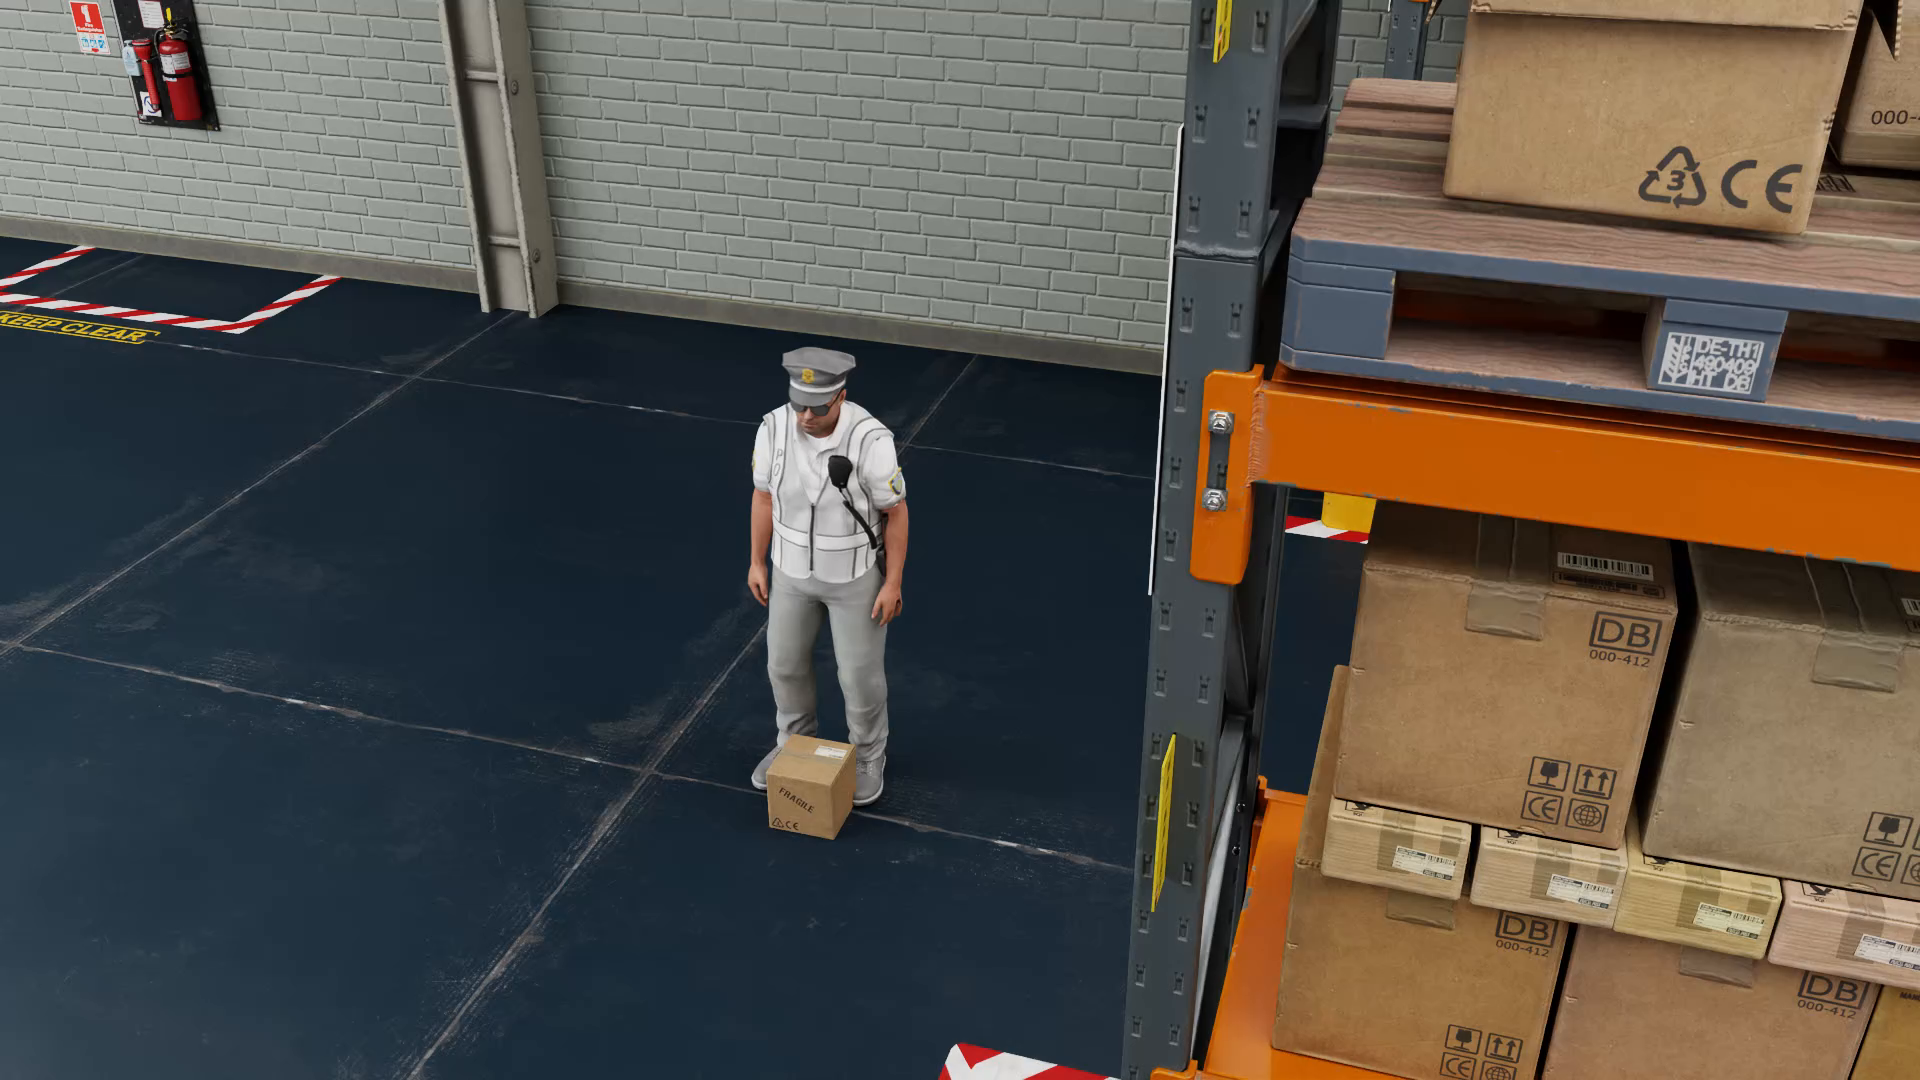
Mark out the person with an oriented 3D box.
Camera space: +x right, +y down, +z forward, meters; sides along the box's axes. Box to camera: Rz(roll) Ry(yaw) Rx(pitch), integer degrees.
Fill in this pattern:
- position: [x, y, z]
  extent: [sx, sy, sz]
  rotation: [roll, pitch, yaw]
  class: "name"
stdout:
- position: [-0.467, 0.110, 5.921]
  extent: [0.583, 1.747, 0.437]
  rotation: [8, 30, 14]
  class: "person"
